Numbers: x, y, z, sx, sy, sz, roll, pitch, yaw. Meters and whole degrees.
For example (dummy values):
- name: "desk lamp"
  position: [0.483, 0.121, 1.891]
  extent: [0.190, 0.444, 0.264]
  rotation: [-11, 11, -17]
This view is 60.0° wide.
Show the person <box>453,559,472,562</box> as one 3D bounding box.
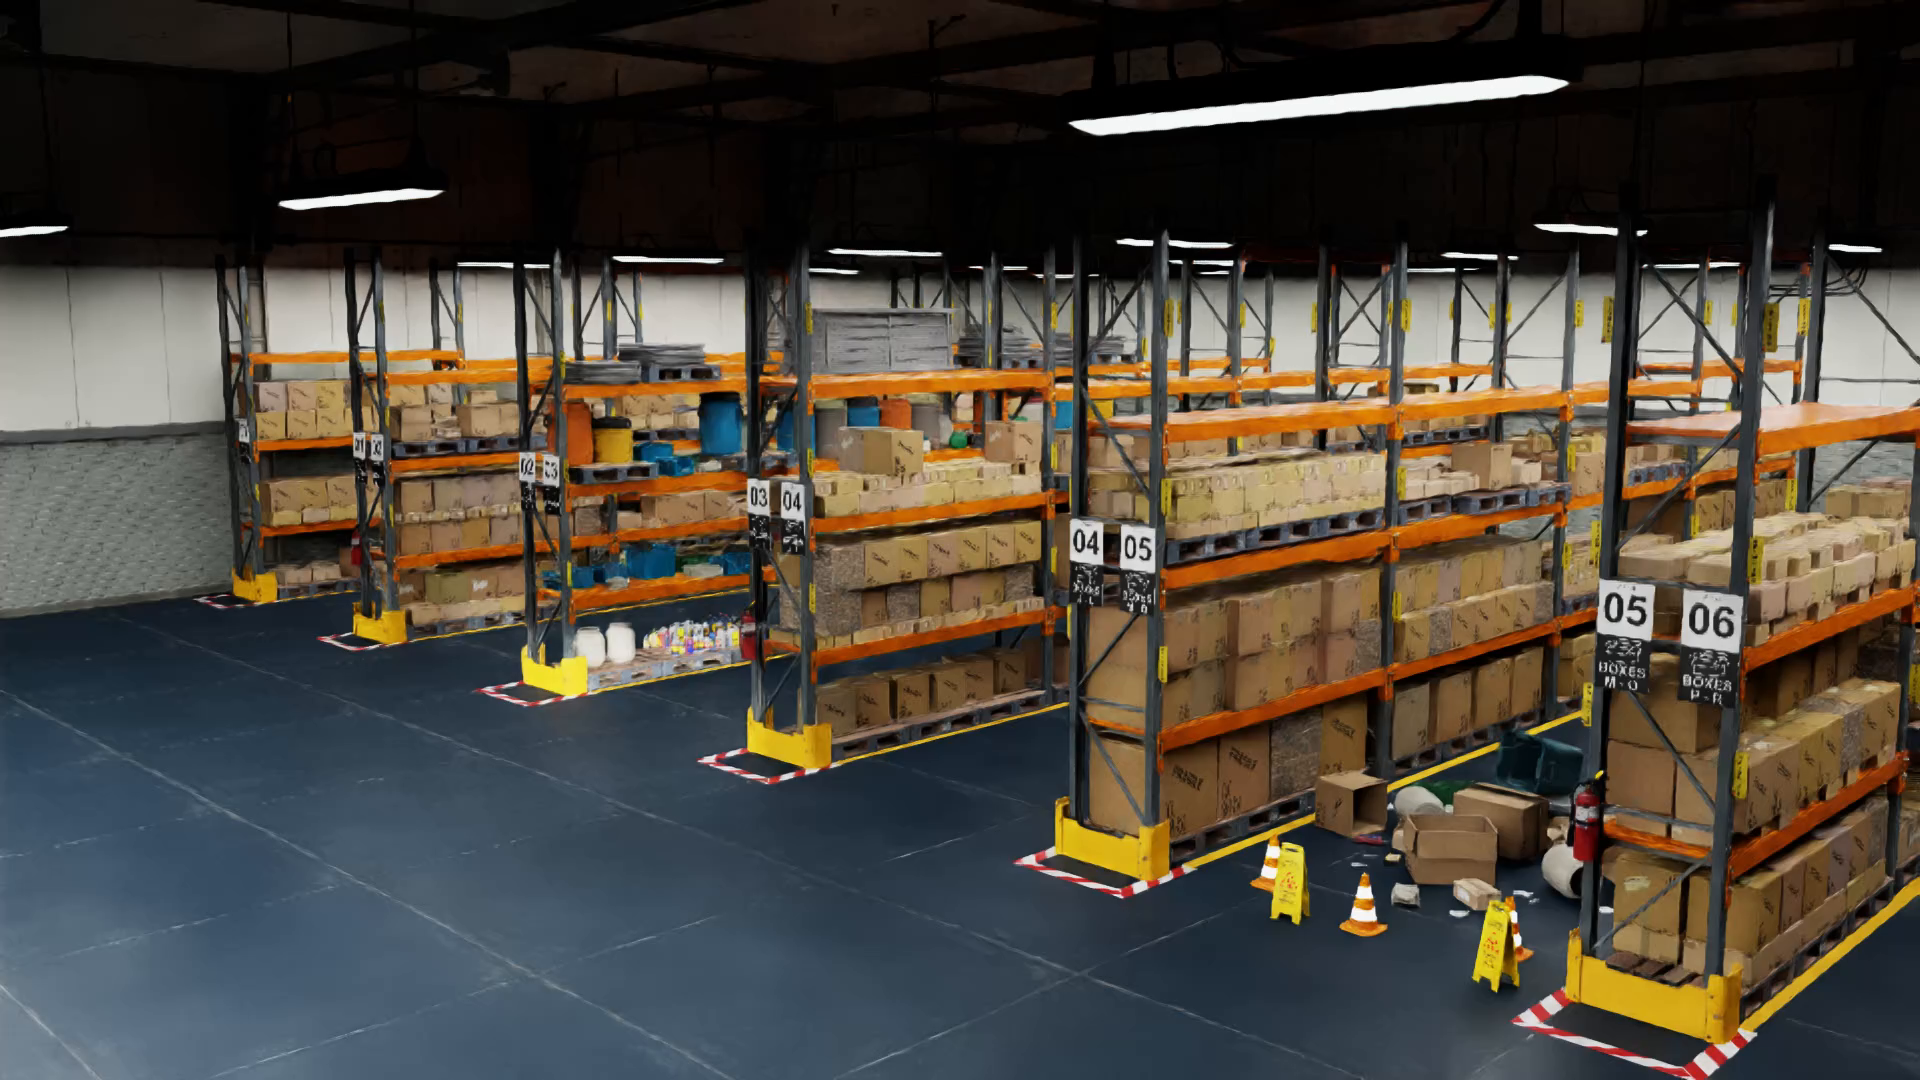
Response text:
- name: "person"
  position: [-8.922, 0.107, 29.839]
  extent: [0.454, 1.663, 0.539]
  rotation: [2, 8, 17]

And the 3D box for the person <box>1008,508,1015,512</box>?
- name: "person"
  position: [1.349, -1.175, 38.434]
  extent: [0.663, 1.774, 0.483]
  rotation: [-8, 11, -43]
